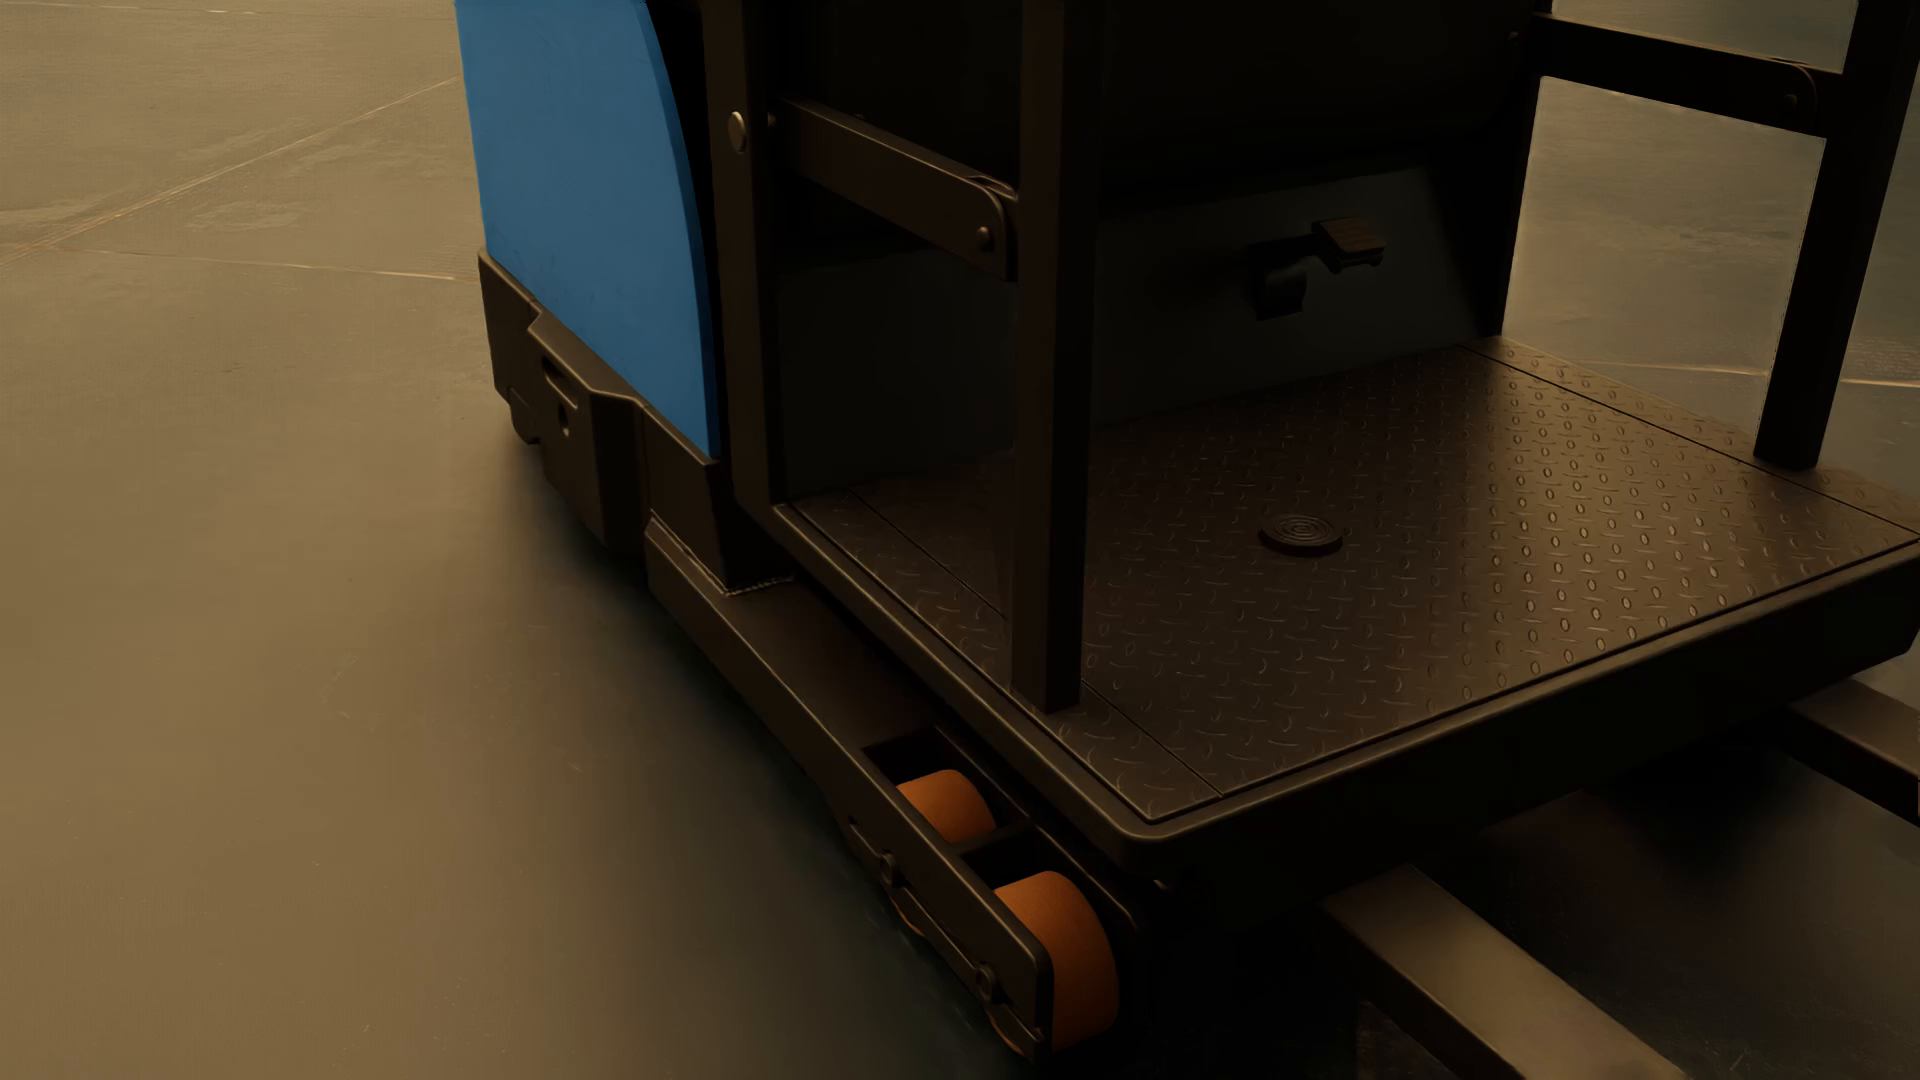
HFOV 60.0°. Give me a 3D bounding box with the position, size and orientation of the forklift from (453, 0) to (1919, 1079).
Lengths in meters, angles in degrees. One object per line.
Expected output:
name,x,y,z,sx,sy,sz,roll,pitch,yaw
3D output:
forklift,0.367,-1.067,1.360,1.130,2.935,3.031,-15,30,-27
